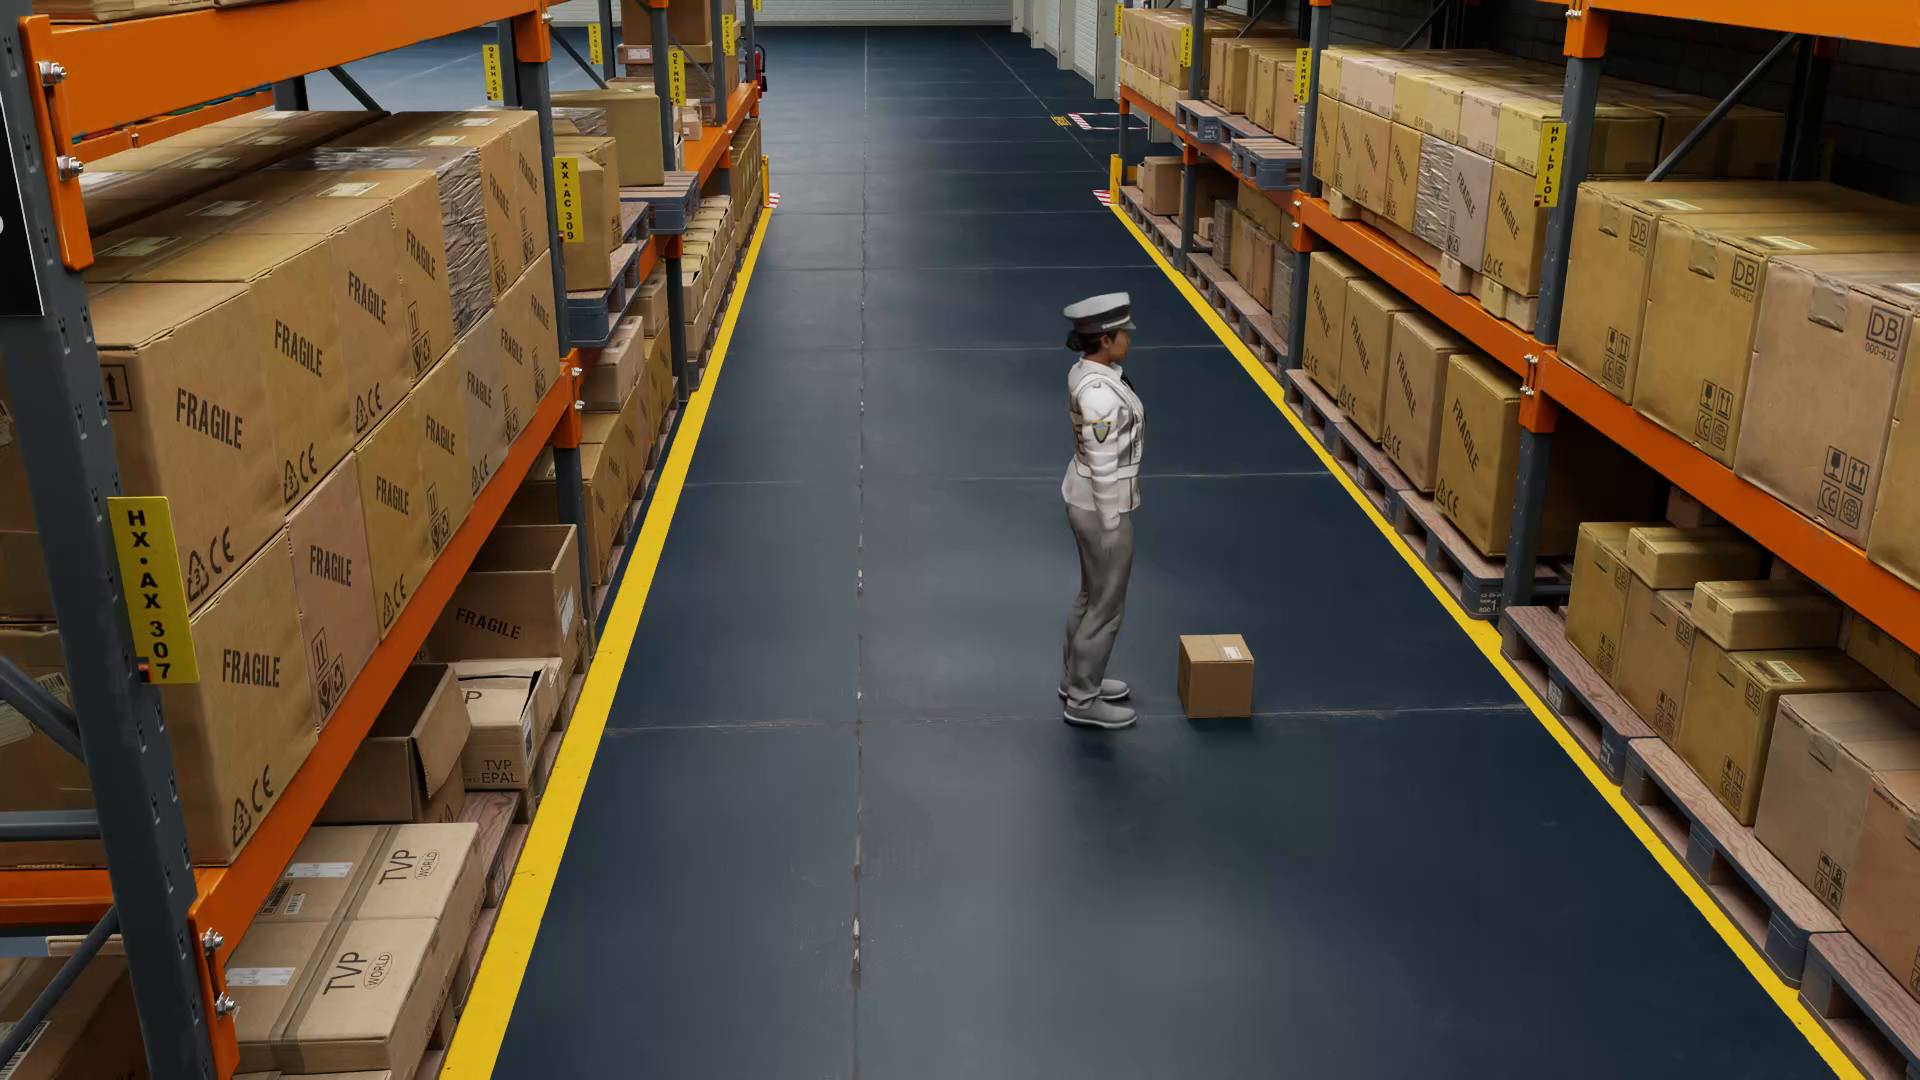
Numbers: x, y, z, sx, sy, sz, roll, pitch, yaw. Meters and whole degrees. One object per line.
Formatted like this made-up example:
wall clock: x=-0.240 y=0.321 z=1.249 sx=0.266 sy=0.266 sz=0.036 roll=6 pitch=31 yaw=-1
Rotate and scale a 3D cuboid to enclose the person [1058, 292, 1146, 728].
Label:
person: x=0.549 y=-0.116 z=6.380 sx=0.338 sy=1.679 sz=0.466 roll=-1 pitch=21 yaw=-2
